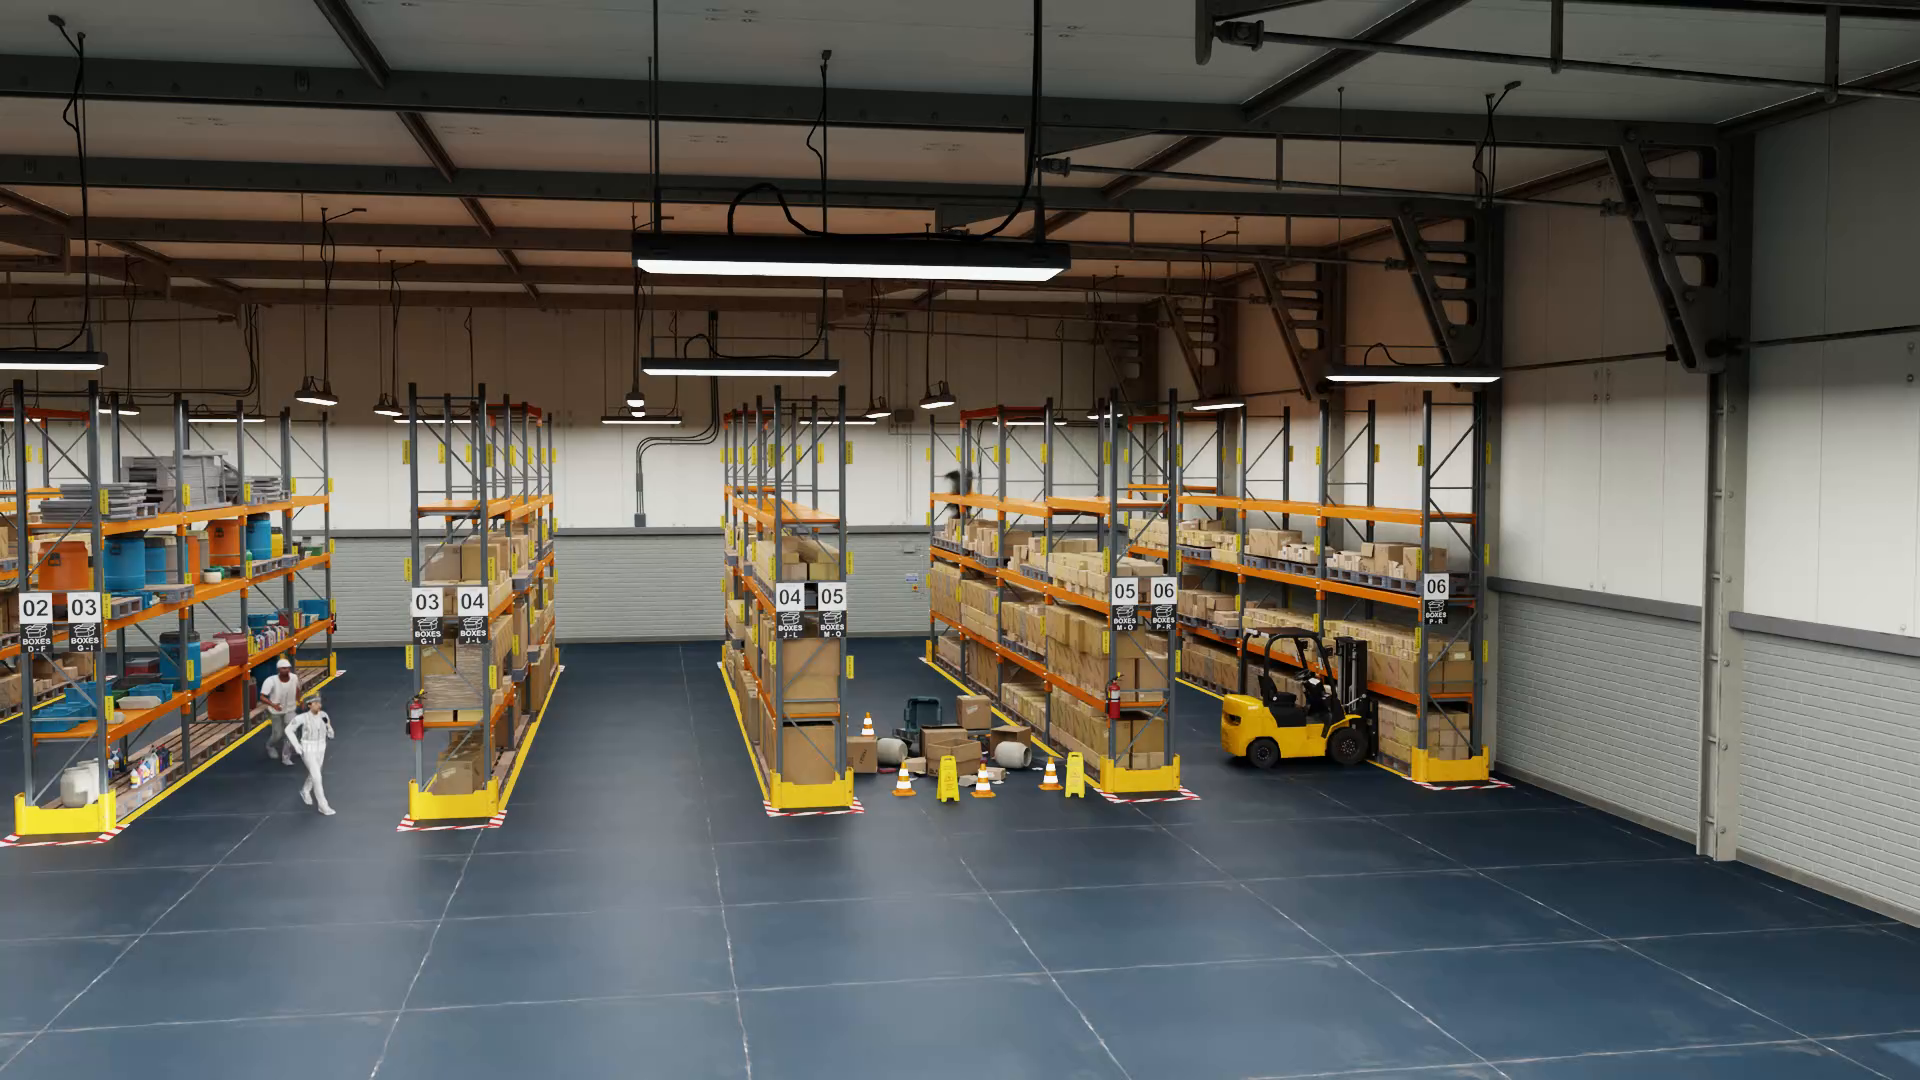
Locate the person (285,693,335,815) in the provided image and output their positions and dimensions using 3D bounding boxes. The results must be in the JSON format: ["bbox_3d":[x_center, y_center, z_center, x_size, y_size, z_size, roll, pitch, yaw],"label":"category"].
[{"bbox_3d":[-9.058,2.957,23.229,0.965,1.669,0.624,2,4,35],"label":"person"}]

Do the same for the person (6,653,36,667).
[{"bbox_3d":[-21.762,2.162,38.569,0.933,1.847,0.665,1,3,20],"label":"person"}]

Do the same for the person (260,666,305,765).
[{"bbox_3d":[-11.059,2.796,27.032,0.695,1.685,0.842,-2,4,-41],"label":"person"}]
